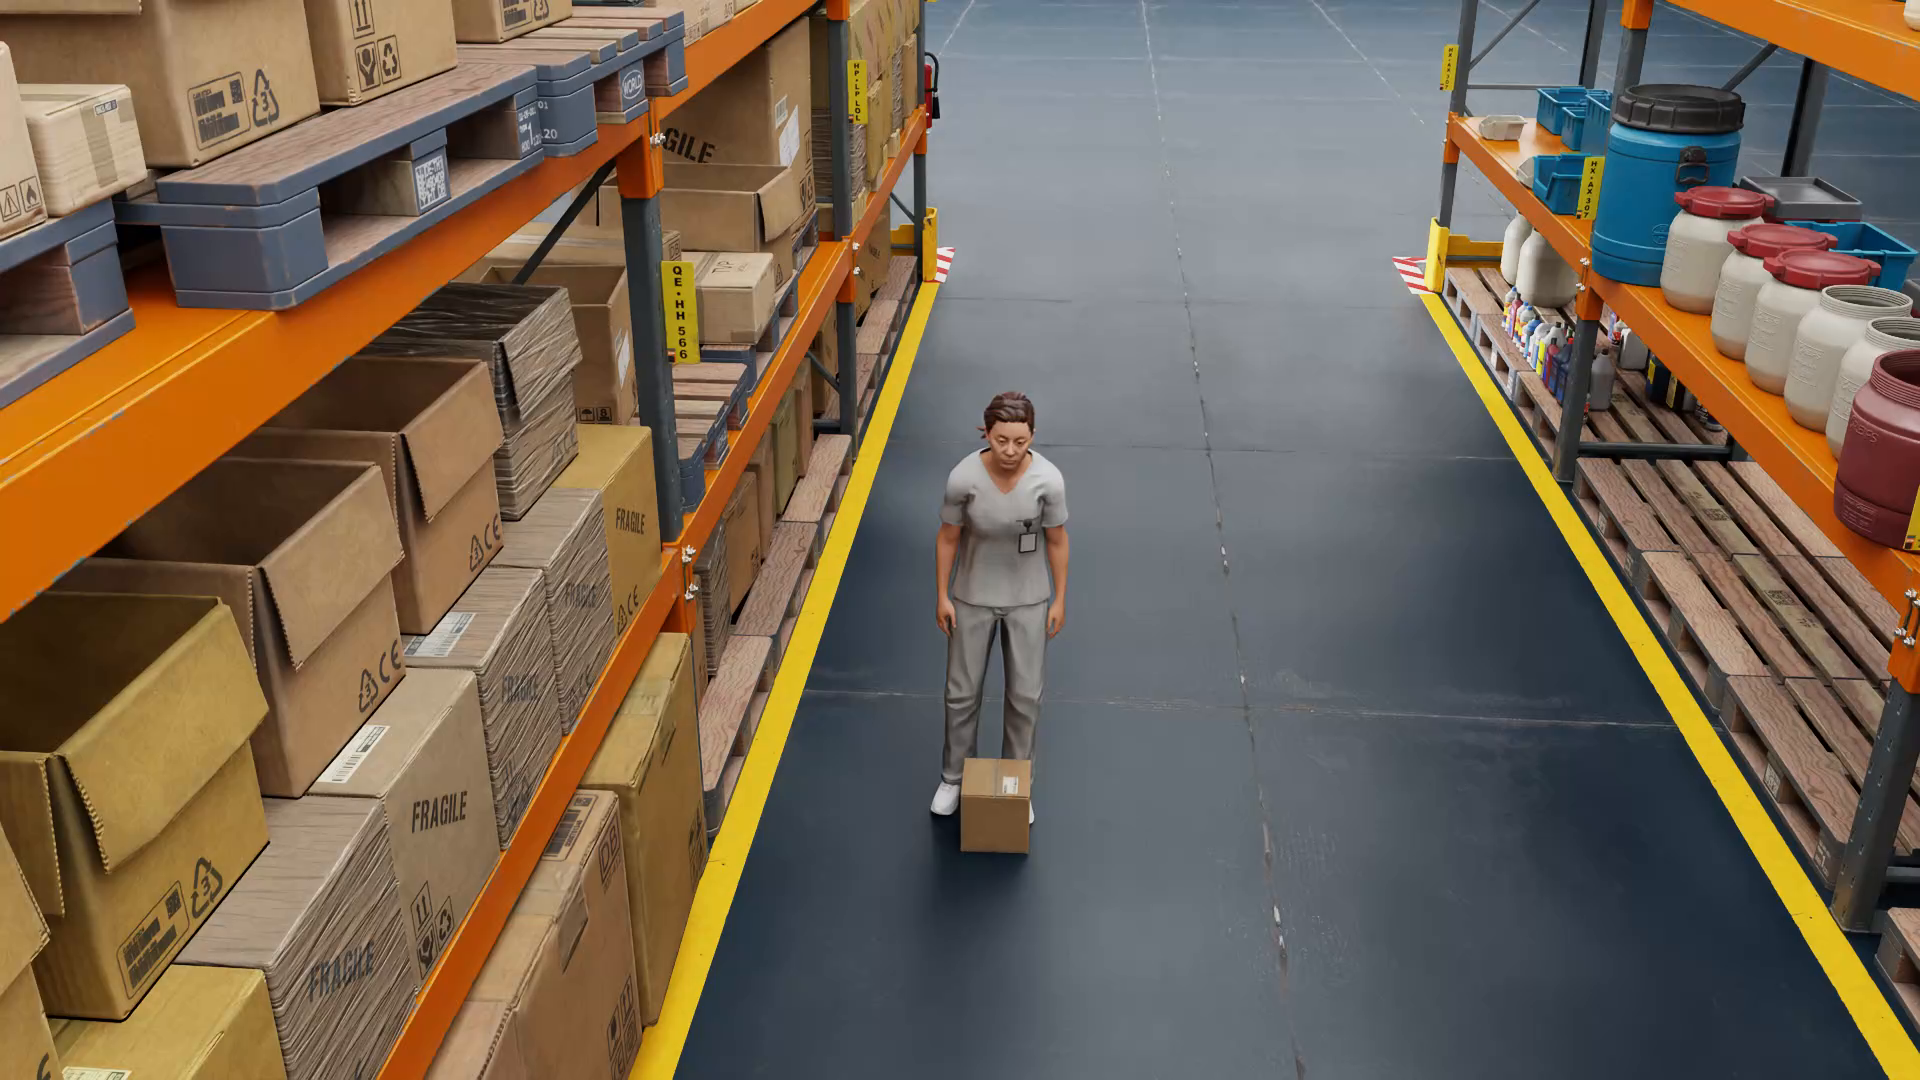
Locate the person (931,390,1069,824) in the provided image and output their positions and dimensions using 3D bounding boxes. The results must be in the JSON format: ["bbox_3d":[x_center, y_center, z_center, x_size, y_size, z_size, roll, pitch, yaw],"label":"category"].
[{"bbox_3d":[0.143,0.248,6.074,0.505,1.666,0.416,0,25,1],"label":"person"}]
